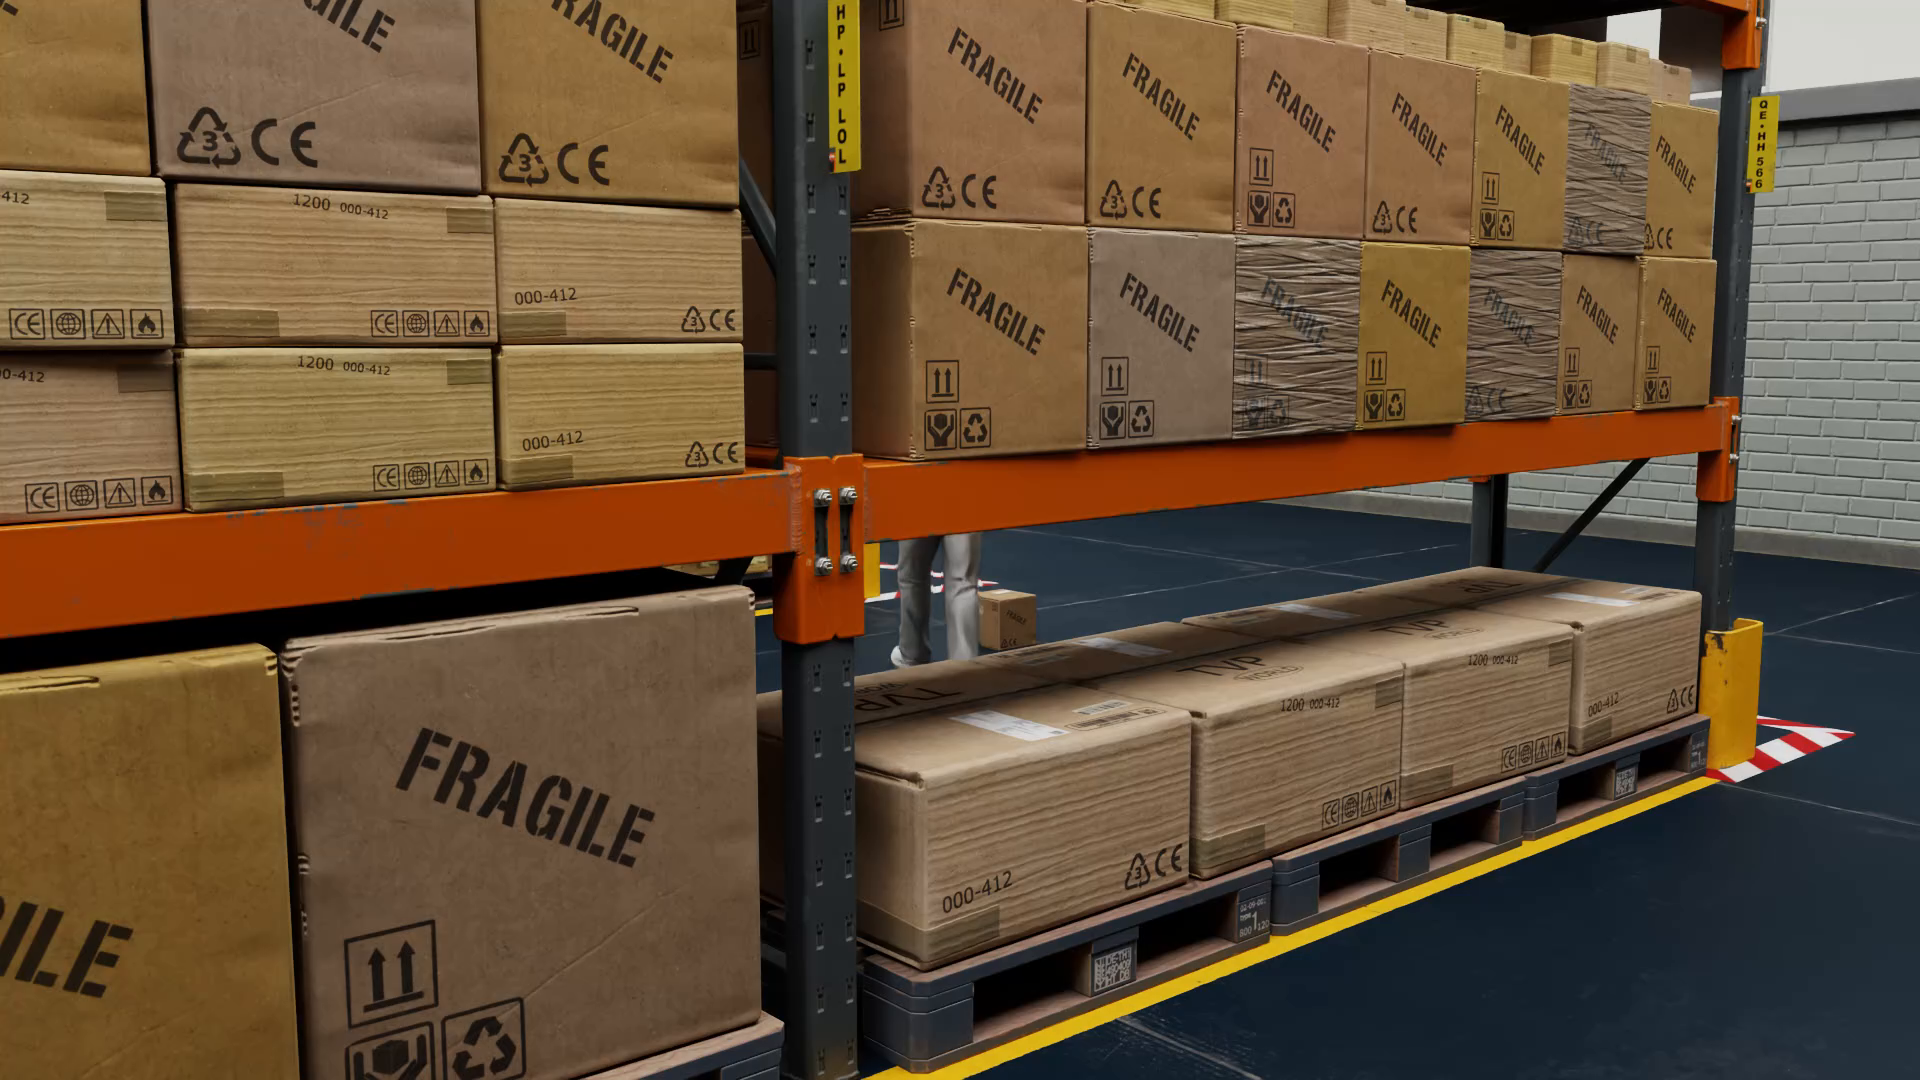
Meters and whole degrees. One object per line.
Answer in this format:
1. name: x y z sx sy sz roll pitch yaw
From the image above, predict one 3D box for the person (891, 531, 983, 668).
1. person: -0.067 -0.164 6.994 0.474 1.606 1.013 -1 8 -7
